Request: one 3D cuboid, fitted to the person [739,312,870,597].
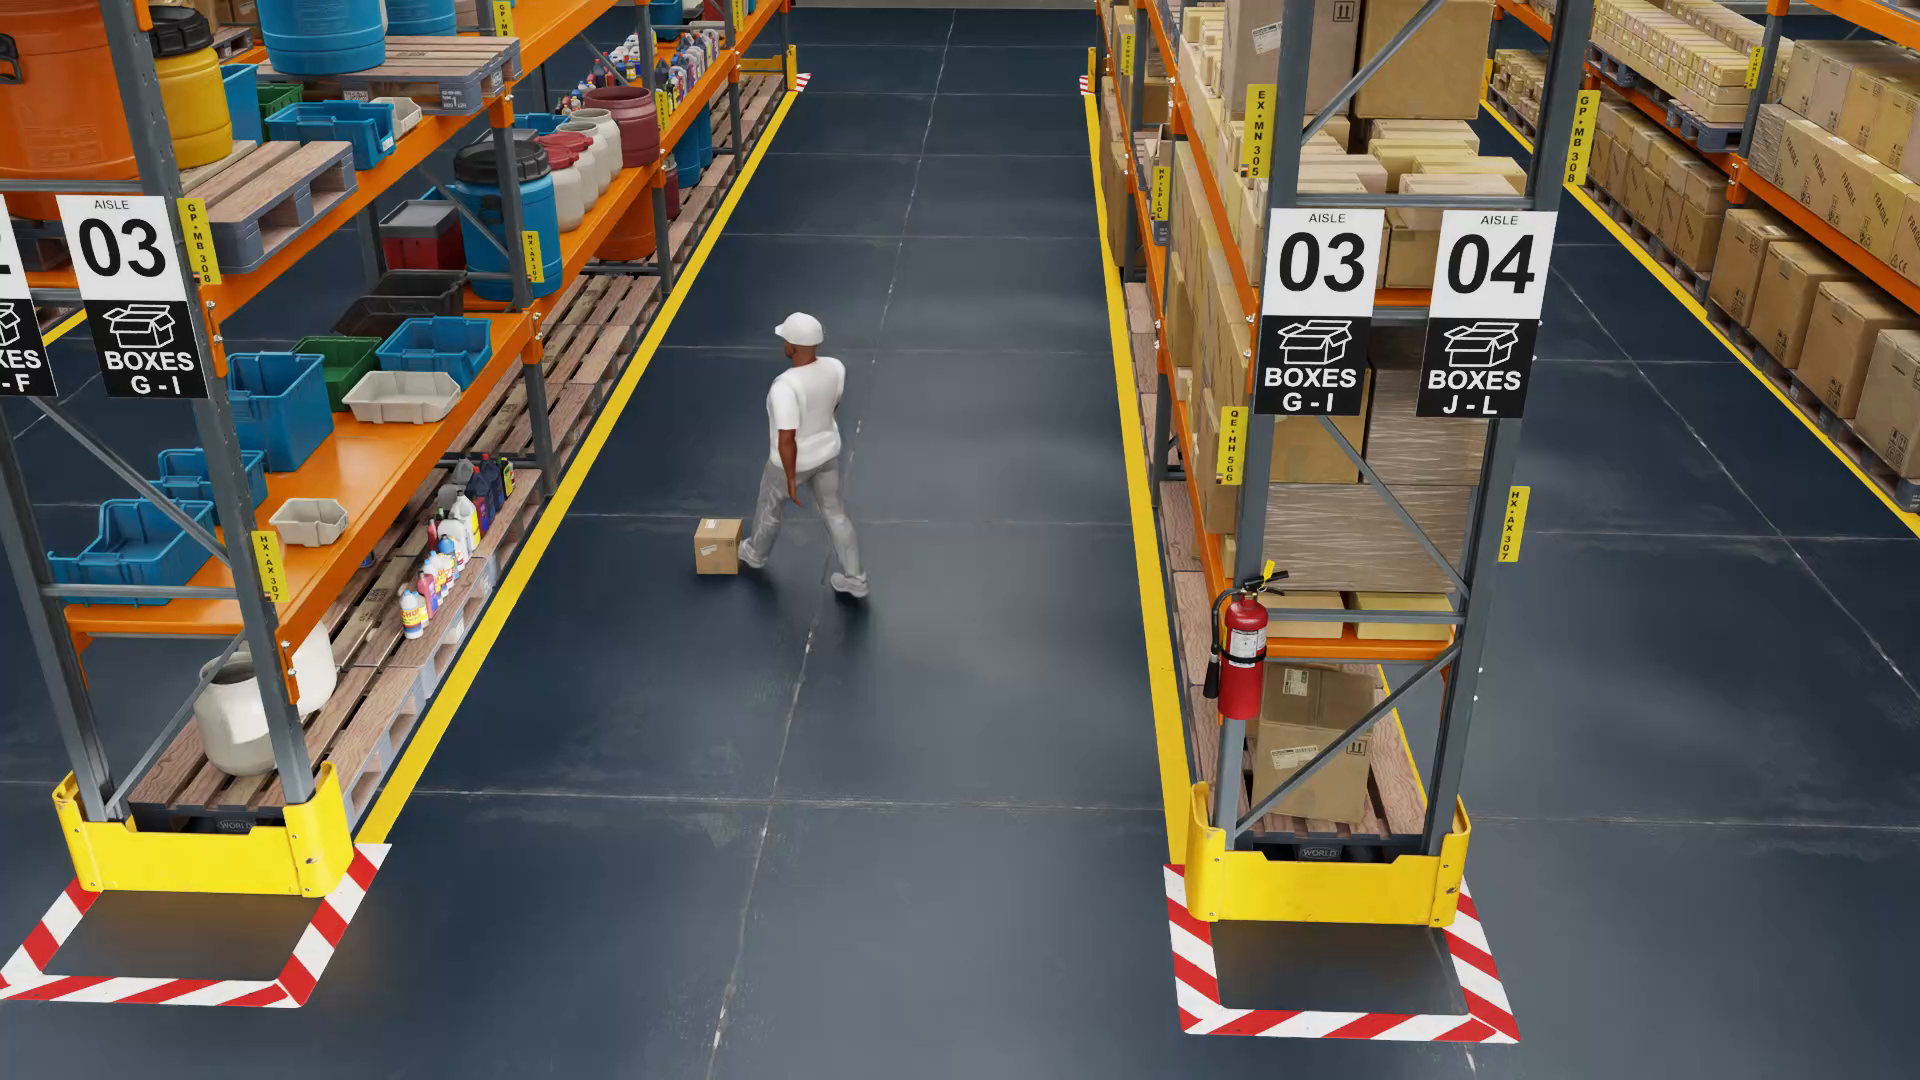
[{"bbox_3d":[-0.955,-0.536,9.624,0.578,1.707,1.054,-24,36,-38],"label":"person"}]
